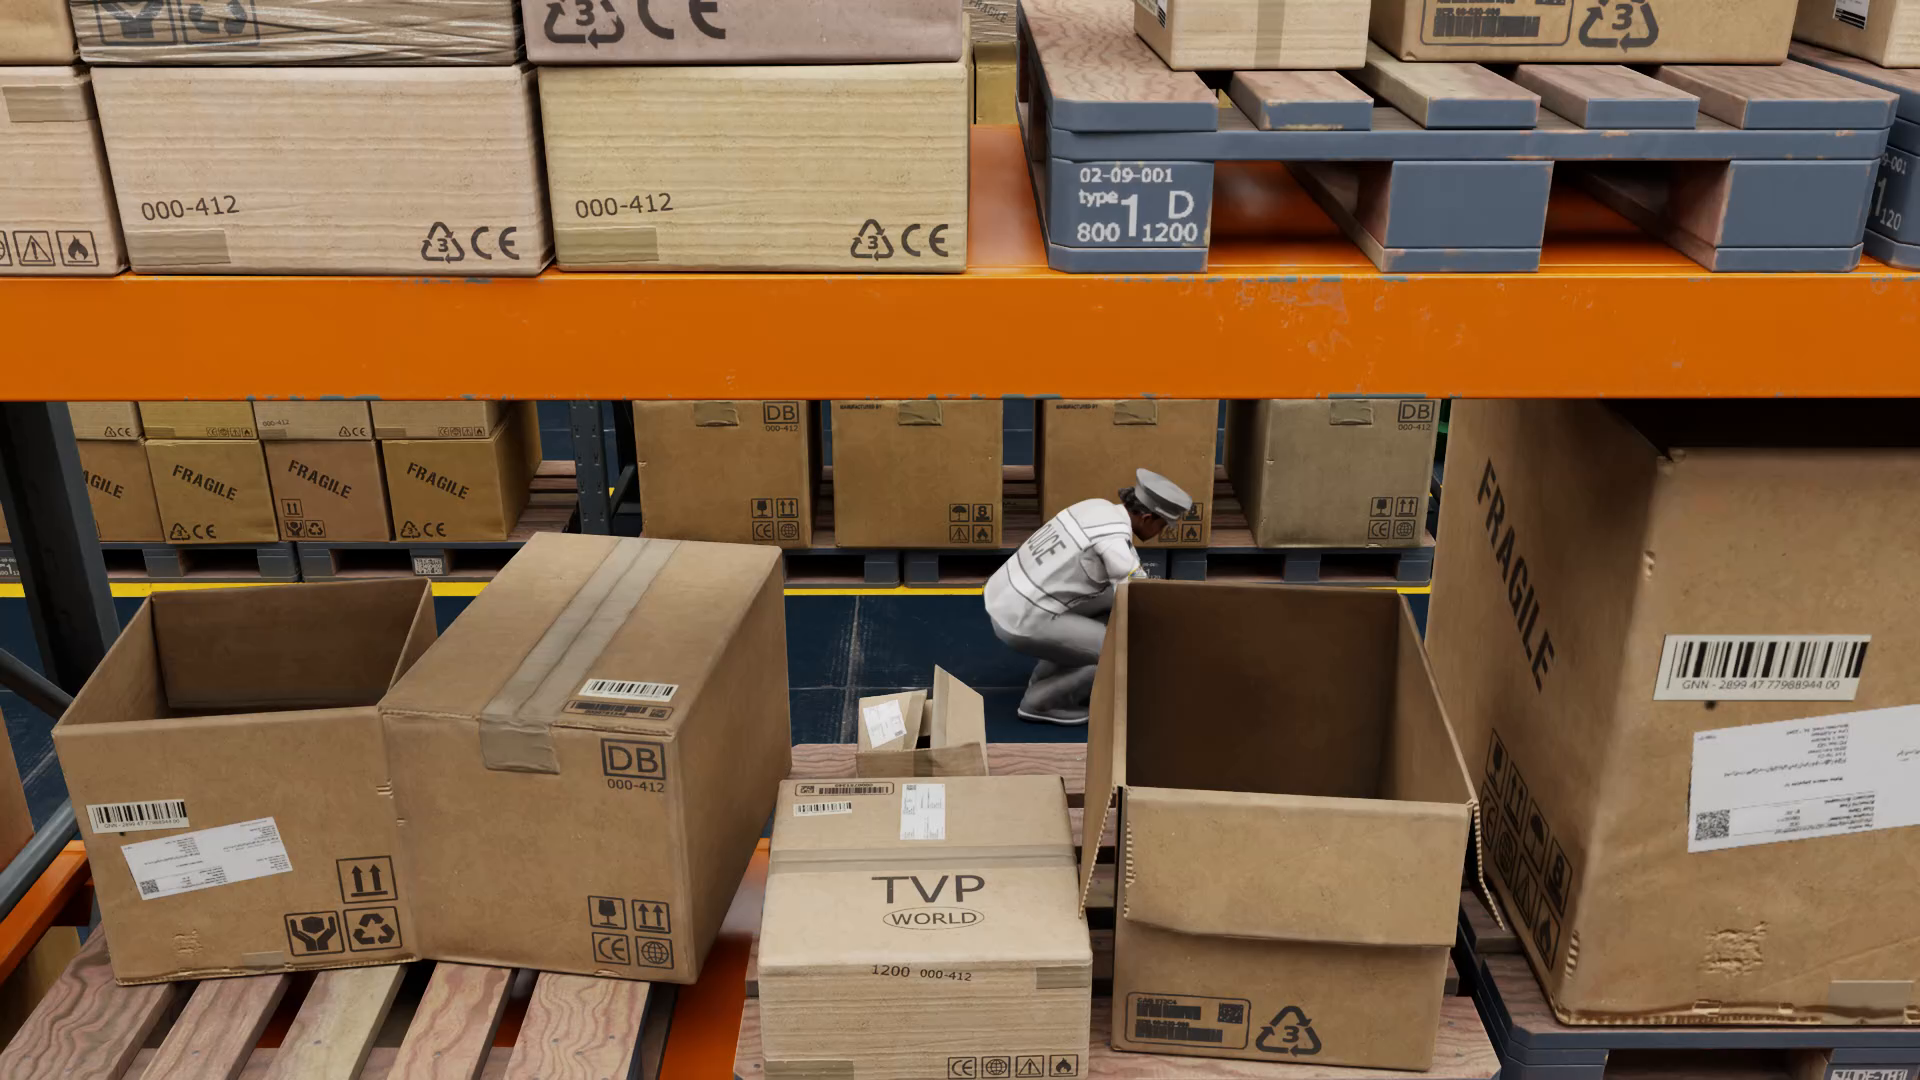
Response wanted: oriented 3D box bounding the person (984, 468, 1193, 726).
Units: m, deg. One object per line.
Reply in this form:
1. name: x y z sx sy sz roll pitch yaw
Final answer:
1. person: 0.526 0.214 6.489 0.866 0.972 0.466 -1 24 -2
